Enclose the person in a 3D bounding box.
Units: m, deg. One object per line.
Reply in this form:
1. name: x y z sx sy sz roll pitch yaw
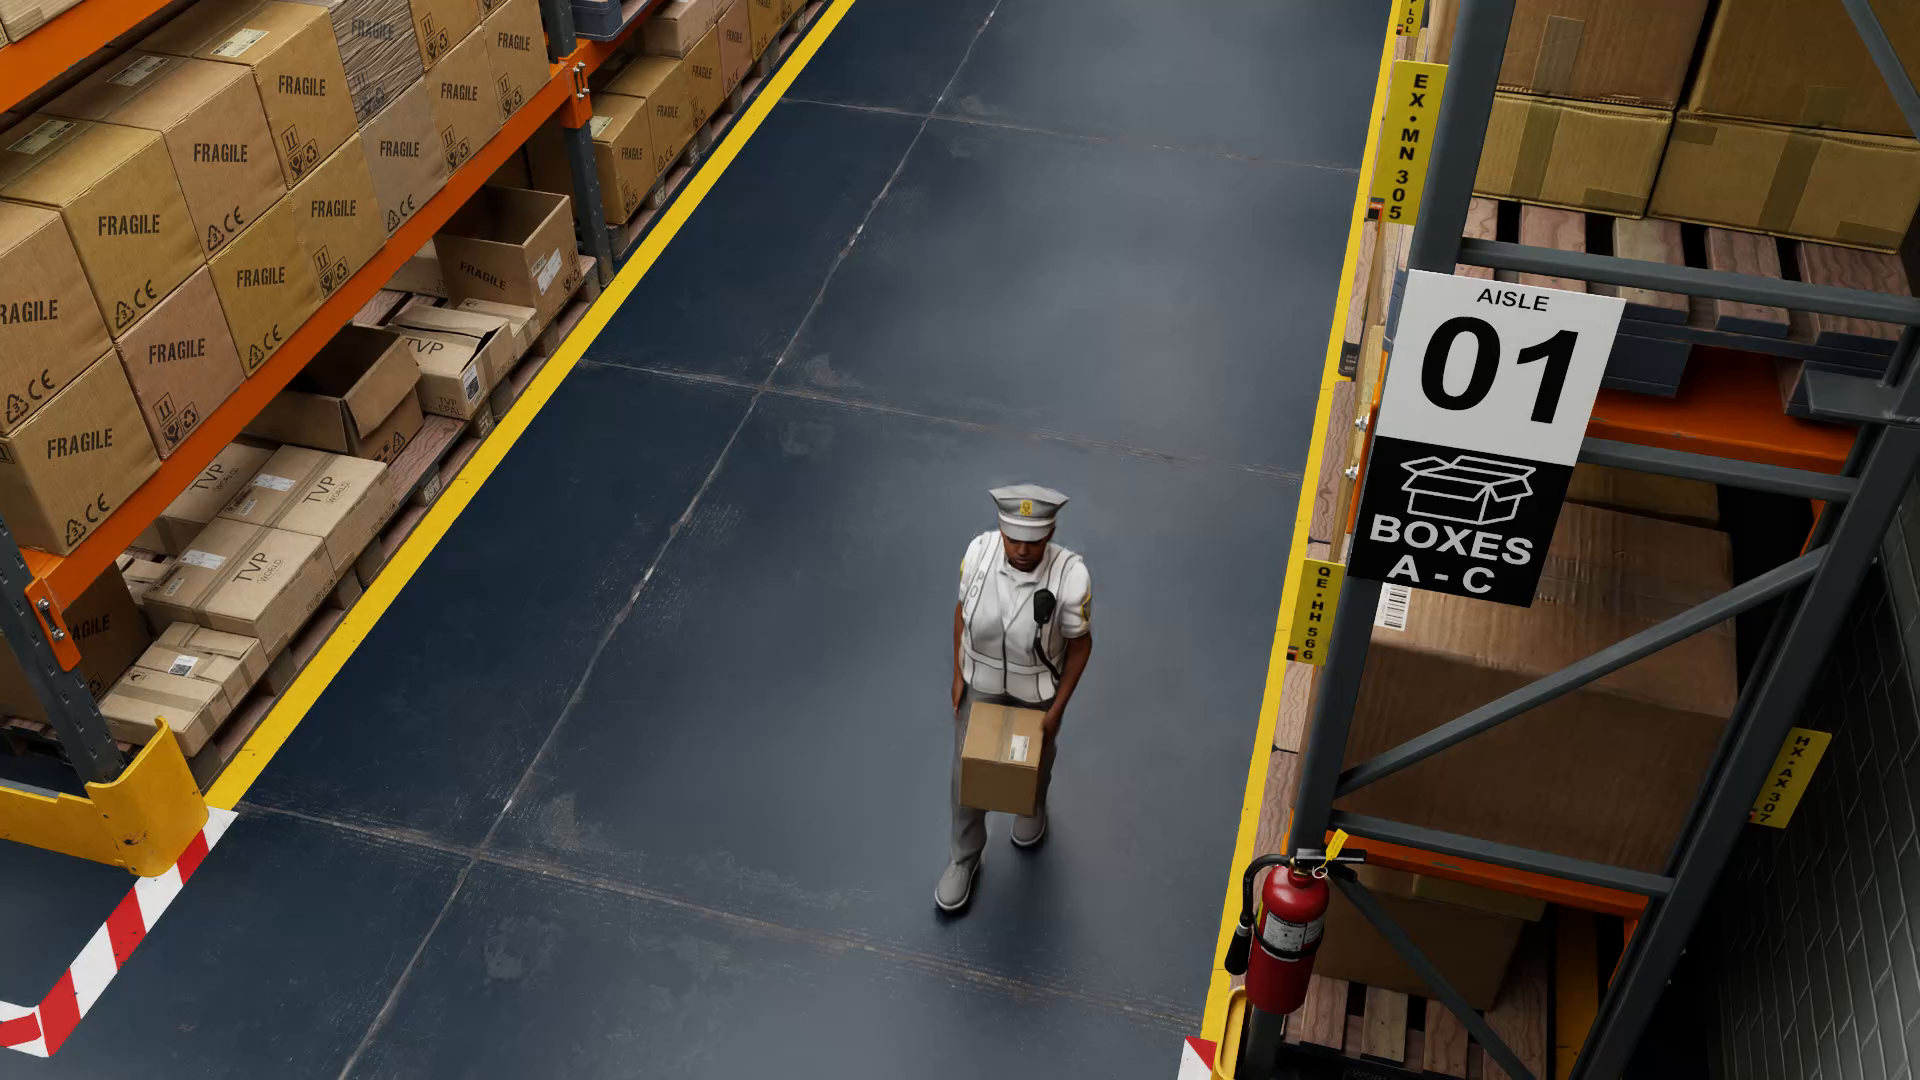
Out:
1. person: 0.182 0.515 5.529 0.474 1.689 0.657 10 42 11
